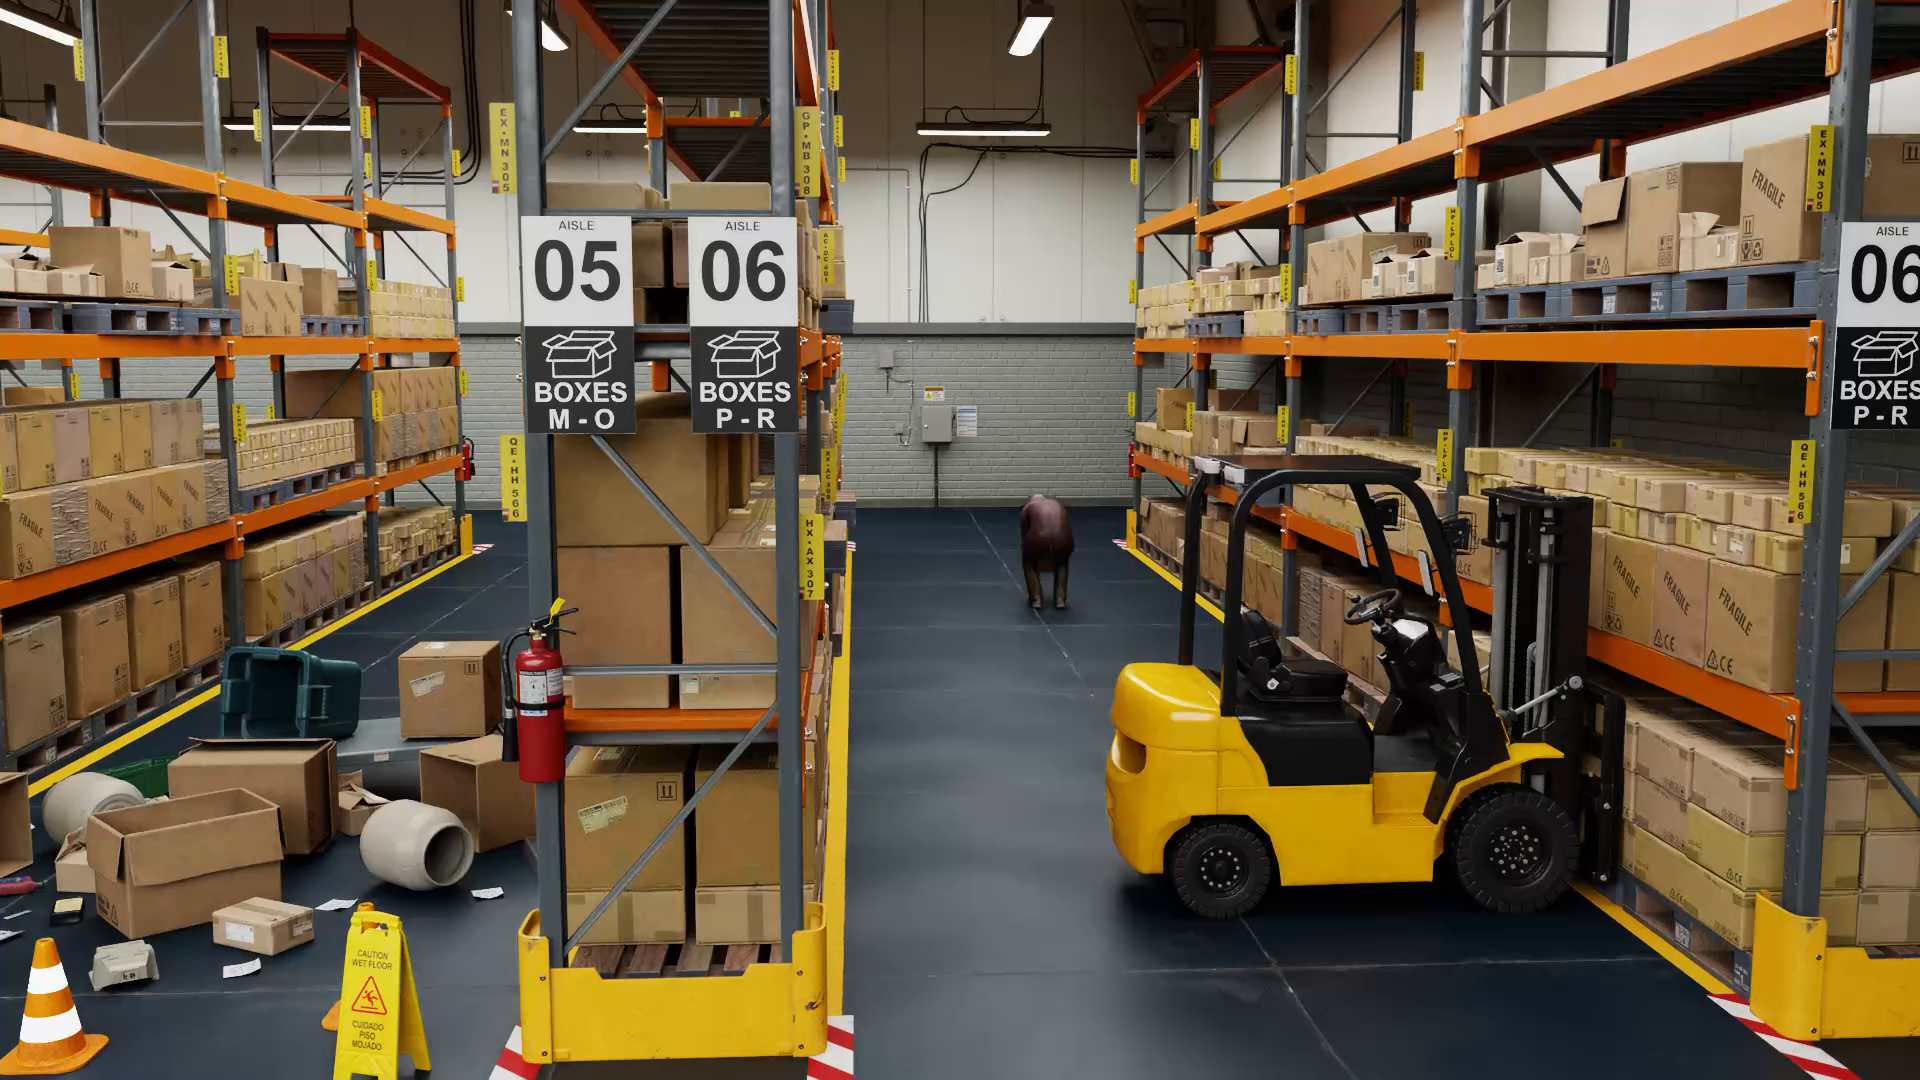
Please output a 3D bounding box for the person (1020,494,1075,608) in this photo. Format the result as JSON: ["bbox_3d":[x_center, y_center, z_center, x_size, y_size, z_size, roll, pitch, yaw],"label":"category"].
[{"bbox_3d":[0.900,0.123,17.579,0.585,1.117,0.937,-1,7,-6],"label":"person"}]
